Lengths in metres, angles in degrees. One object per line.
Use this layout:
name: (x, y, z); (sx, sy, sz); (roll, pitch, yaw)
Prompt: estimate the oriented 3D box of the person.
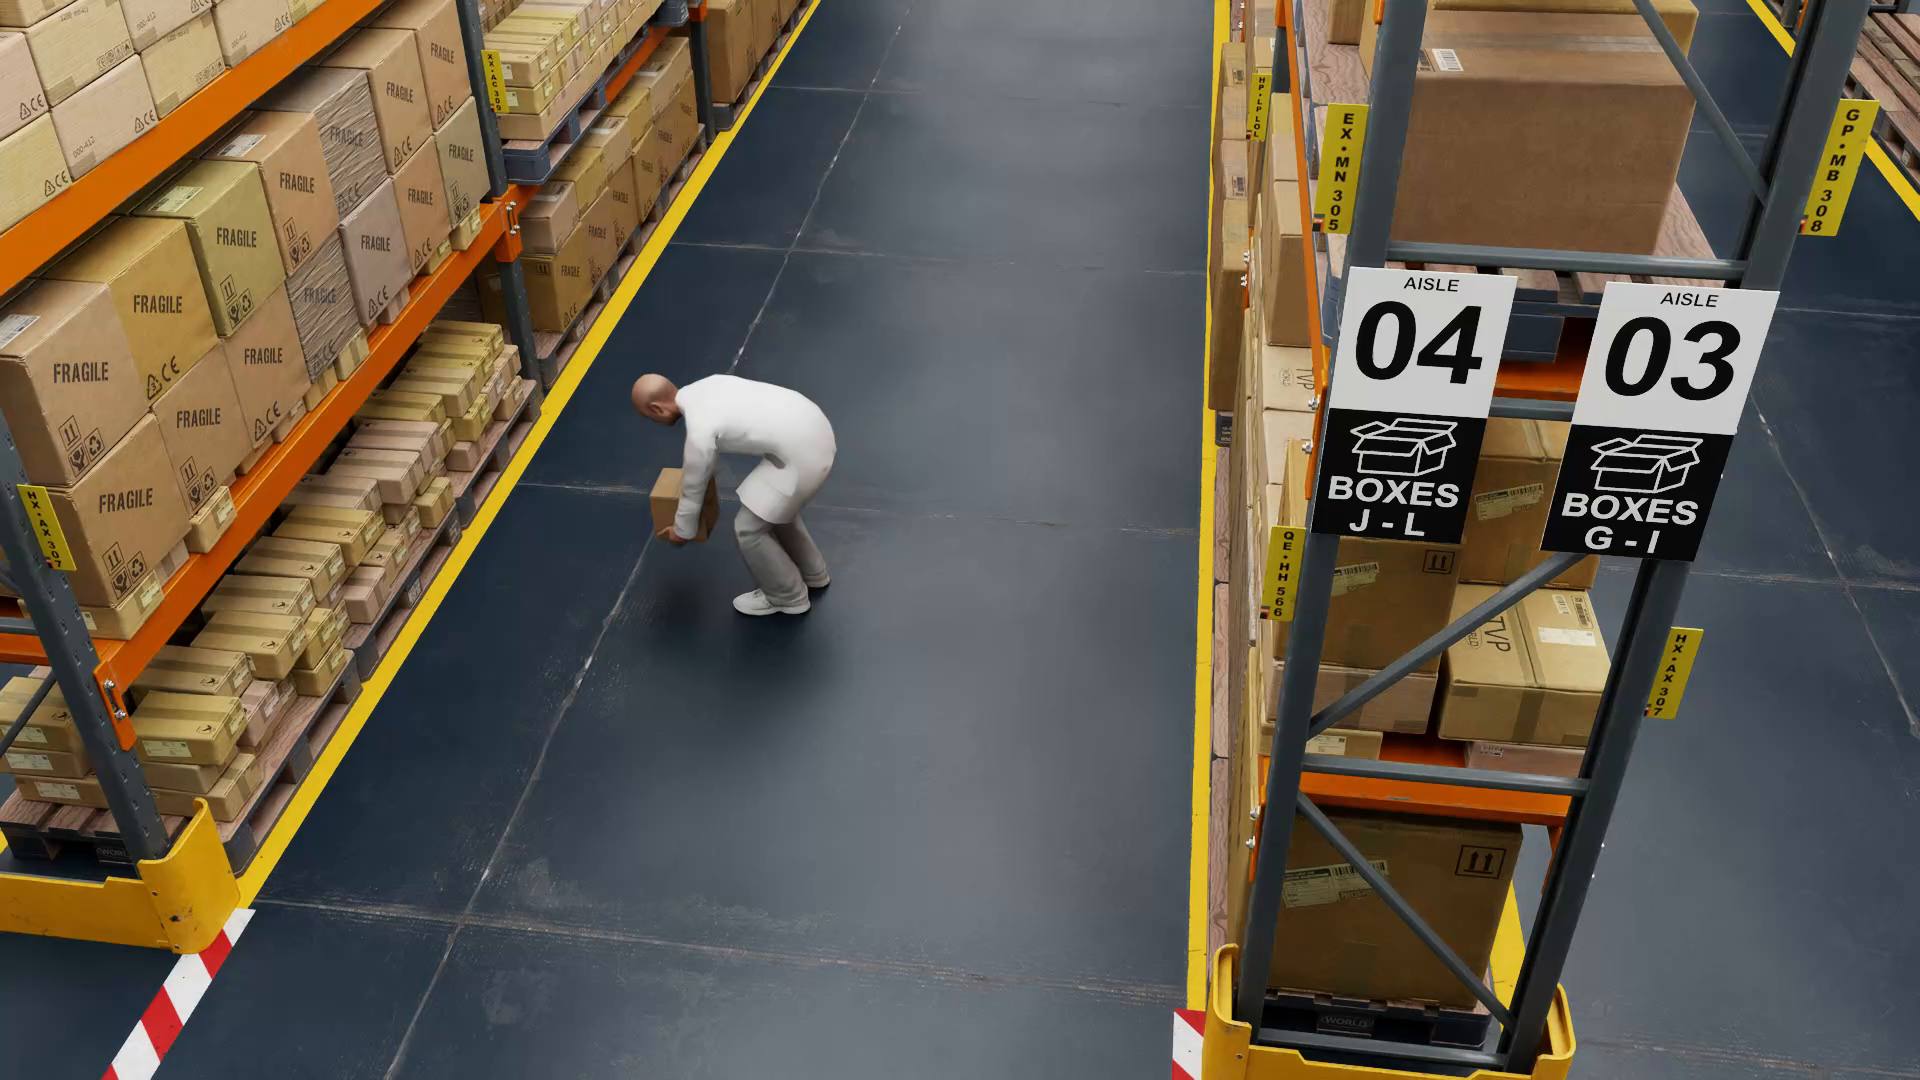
person: (-1.035, -0.249, 7.842); (0.922, 1.197, 0.568); (3, 36, 4)
